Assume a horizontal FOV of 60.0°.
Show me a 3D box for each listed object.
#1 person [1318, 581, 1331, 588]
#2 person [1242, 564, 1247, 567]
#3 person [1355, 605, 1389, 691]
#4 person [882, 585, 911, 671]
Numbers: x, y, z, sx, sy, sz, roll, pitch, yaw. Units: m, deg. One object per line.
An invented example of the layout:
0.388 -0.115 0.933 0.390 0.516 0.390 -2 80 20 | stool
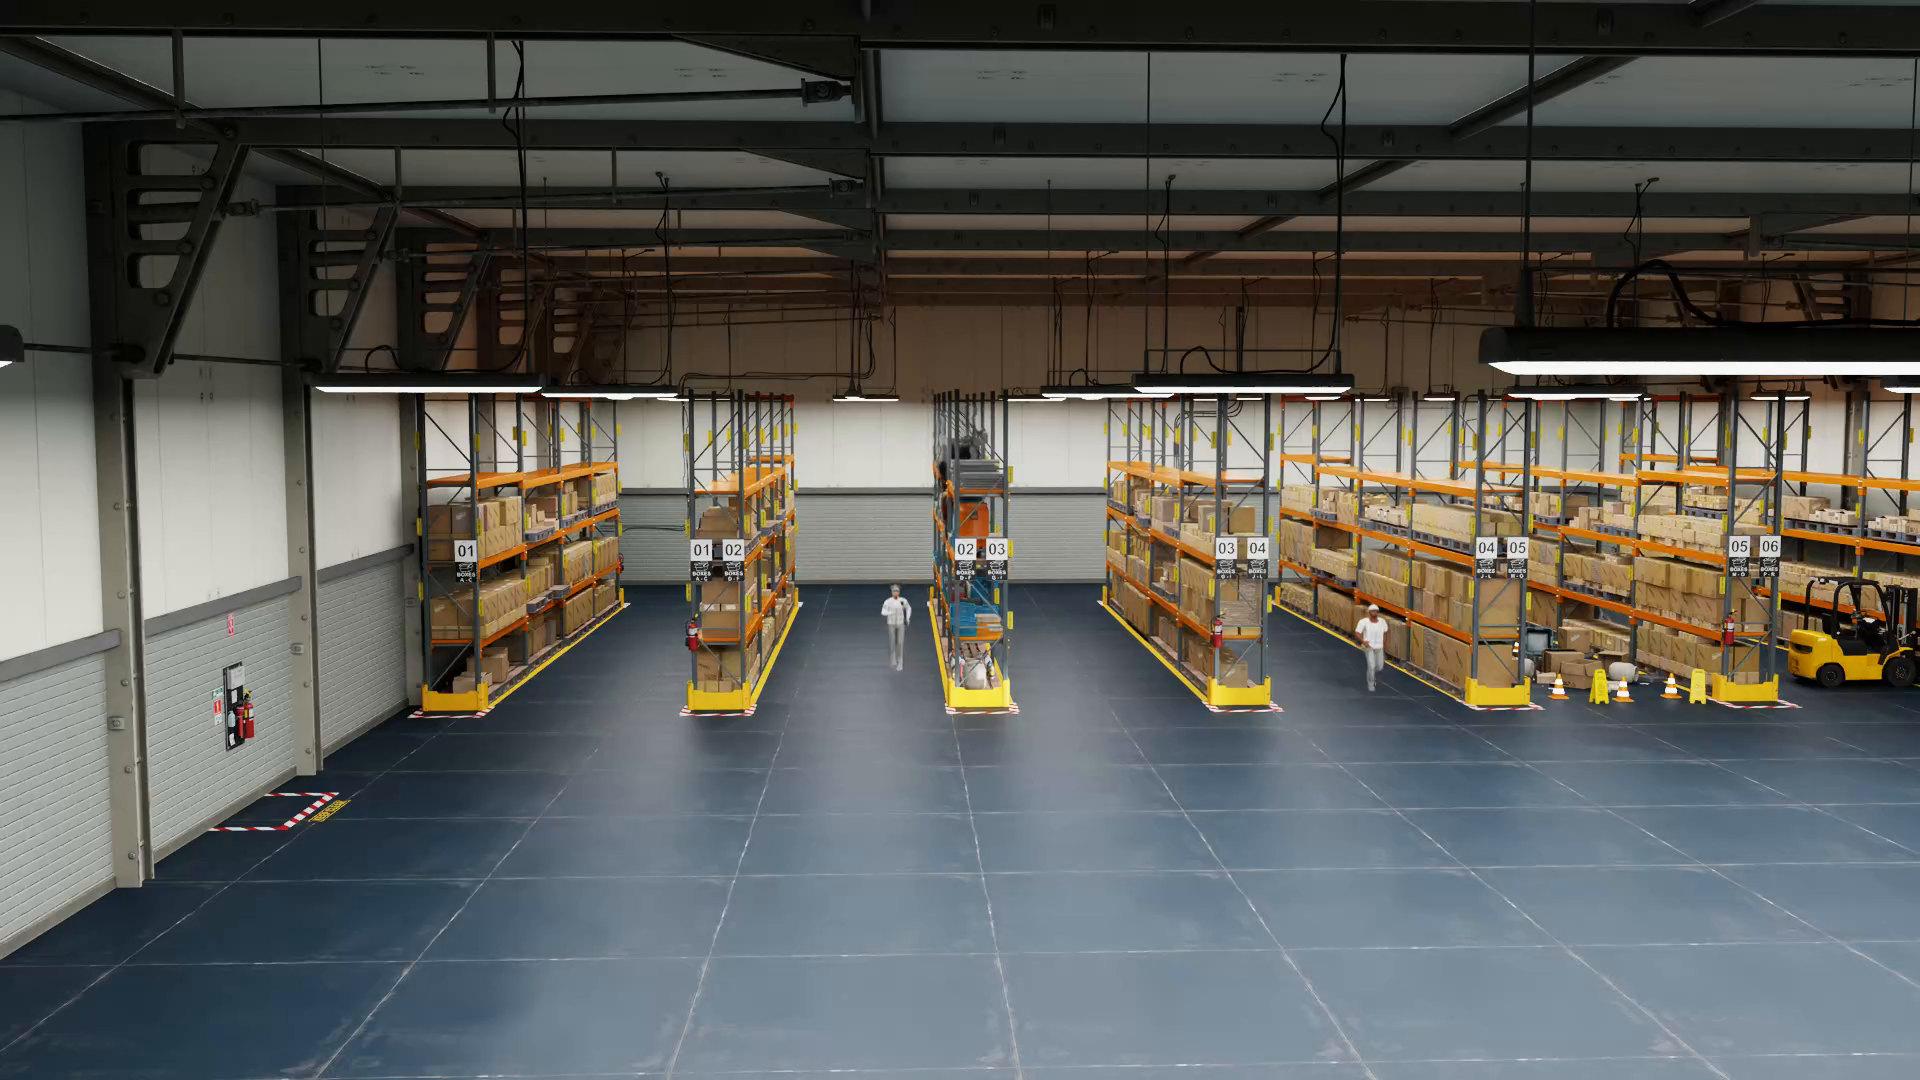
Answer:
10.478 0.895 48.663 0.676 1.723 0.730 4 6 40 | person
7.897 1.120 46.669 0.662 1.611 0.562 1 5 14 | person
8.287 2.147 33.404 0.728 1.723 0.614 -1 5 -8 | person
-1.311 1.773 34.227 0.598 1.726 0.821 0 5 -1 | person
